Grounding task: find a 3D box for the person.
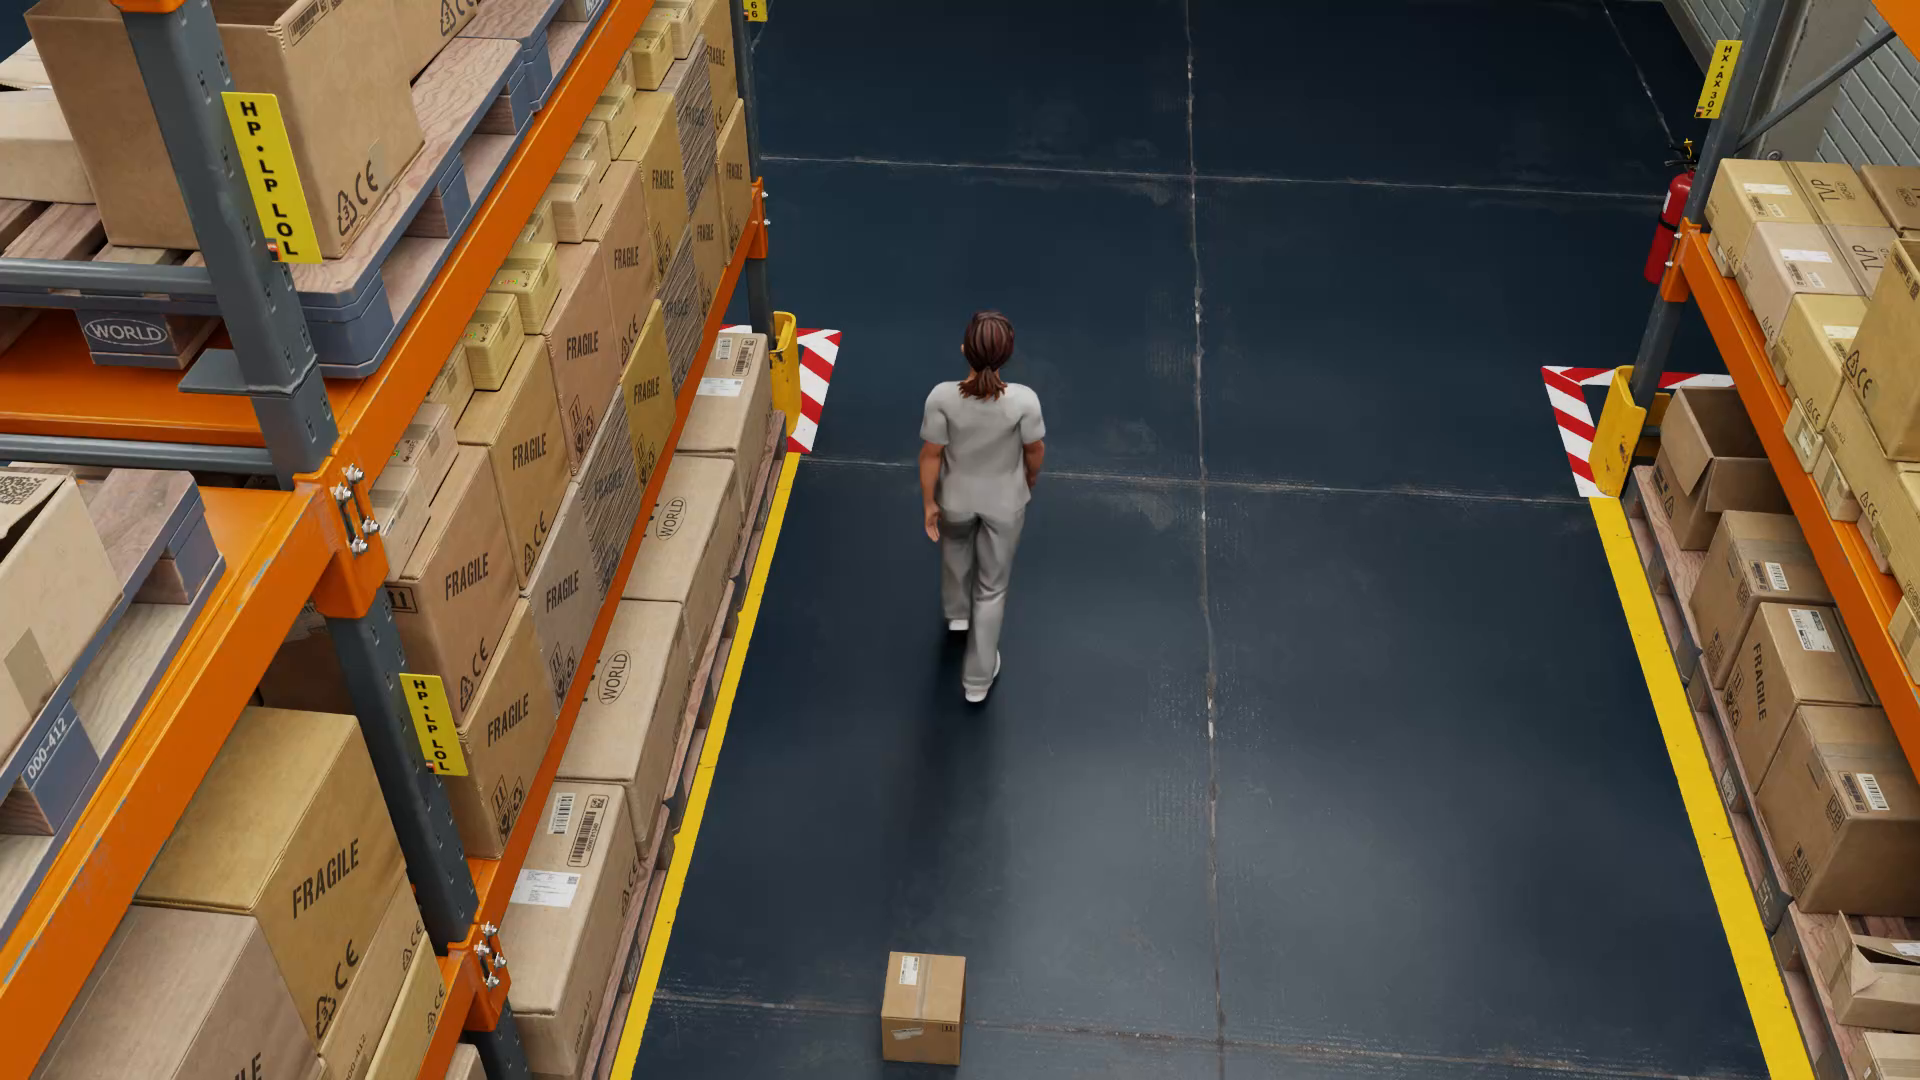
[{"bbox_3d":[0.089,-0.142,6.345,0.456,1.721,0.624,5,41,6],"label":"person"}]
